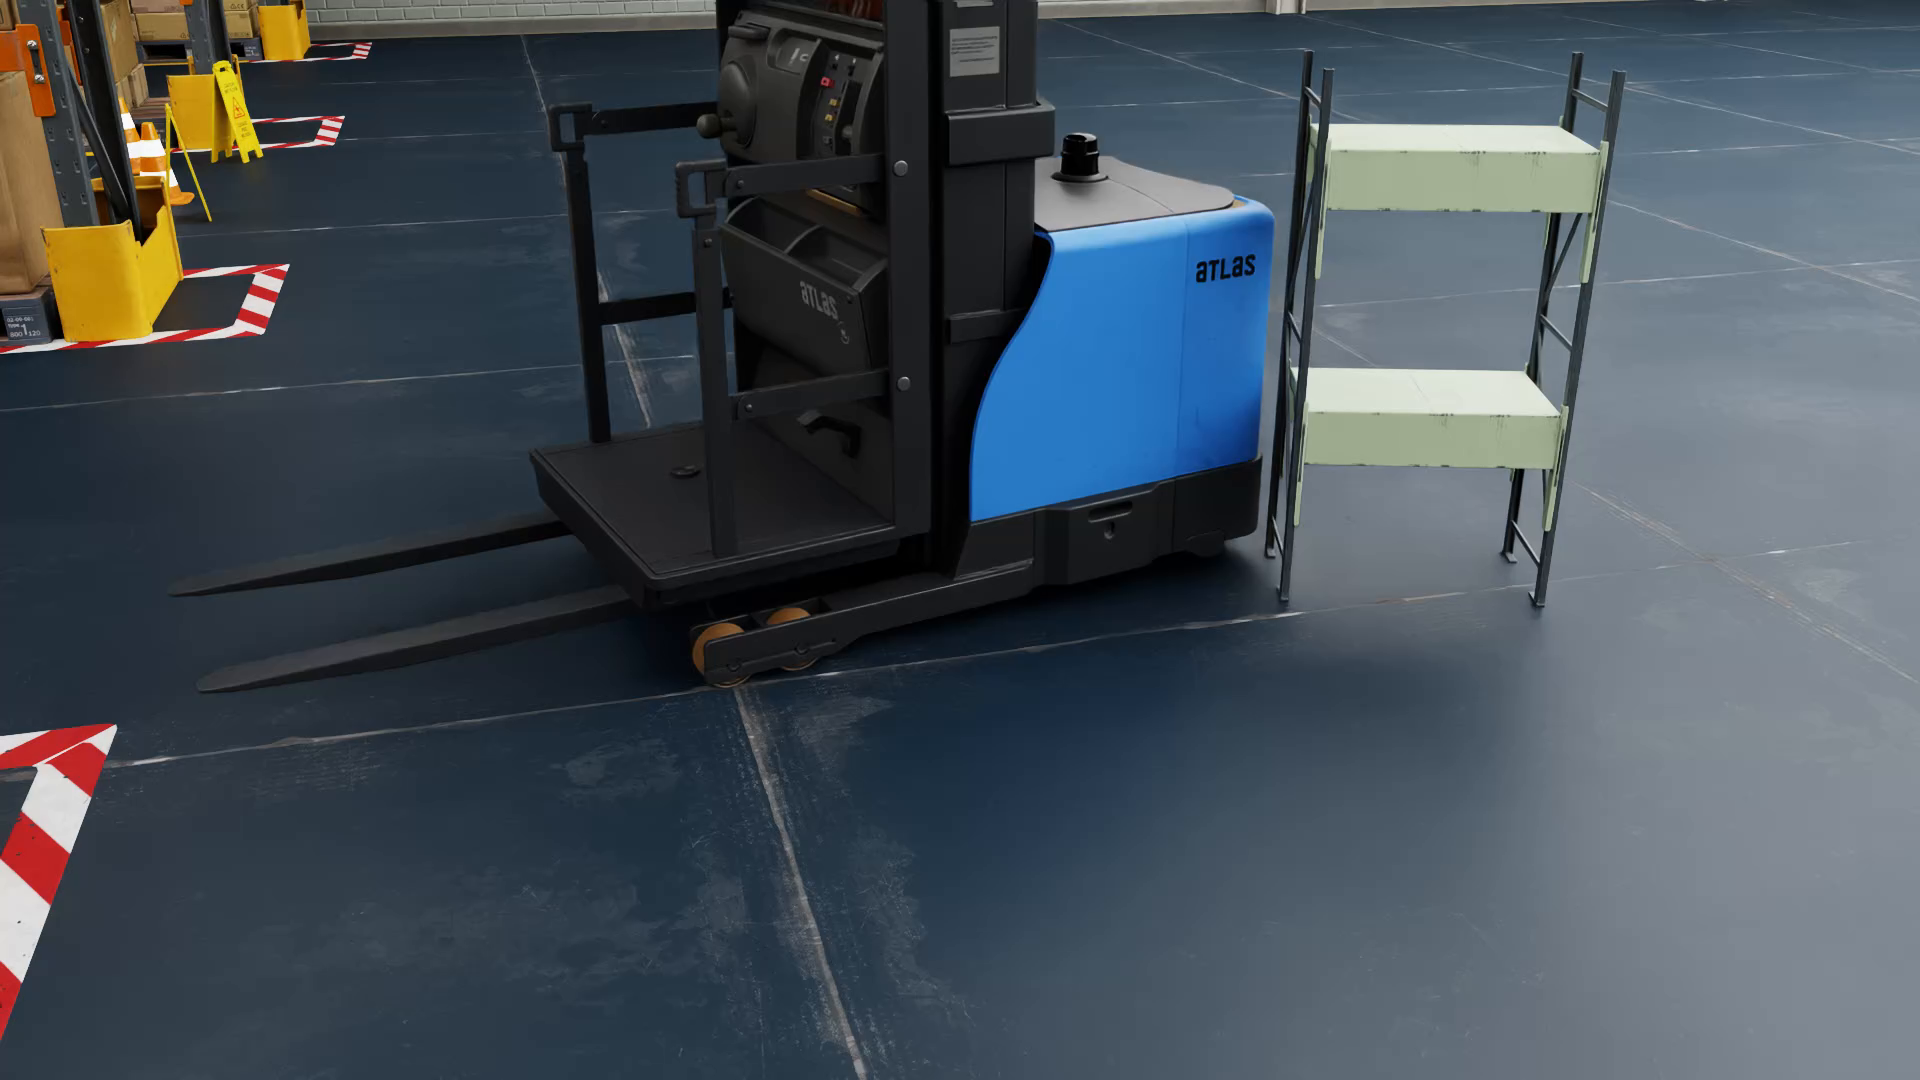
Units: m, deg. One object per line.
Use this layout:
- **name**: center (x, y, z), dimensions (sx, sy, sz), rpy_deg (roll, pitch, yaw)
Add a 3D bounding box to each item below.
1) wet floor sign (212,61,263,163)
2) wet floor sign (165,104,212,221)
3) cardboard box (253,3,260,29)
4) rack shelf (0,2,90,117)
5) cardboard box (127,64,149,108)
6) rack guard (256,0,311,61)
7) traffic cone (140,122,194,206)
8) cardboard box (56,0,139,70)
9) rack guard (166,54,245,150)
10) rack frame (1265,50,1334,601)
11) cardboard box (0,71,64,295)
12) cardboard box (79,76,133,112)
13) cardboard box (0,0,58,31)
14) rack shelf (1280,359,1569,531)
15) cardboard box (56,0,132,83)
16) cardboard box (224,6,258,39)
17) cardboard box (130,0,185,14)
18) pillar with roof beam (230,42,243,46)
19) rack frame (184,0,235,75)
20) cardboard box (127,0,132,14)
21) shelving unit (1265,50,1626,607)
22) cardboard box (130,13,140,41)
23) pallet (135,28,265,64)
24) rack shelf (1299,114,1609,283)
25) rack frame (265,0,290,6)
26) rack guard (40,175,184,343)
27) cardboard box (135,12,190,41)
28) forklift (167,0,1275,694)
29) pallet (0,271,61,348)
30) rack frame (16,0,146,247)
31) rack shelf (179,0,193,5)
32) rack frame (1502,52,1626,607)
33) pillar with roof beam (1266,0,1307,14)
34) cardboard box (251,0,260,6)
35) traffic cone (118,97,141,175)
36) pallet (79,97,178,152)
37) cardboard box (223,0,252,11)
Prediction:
- **wet floor sign**: center (-4.886, -2.870, 11.120), dimensions (0.232, 0.644, 0.267), rpy_deg (2, 23, 4)
- **wet floor sign**: center (-4.431, -2.142, 9.424), dimensions (0.232, 0.644, 0.267), rpy_deg (-11, 25, -23)
- **cardboard box**: center (-7.228, -5.173, 16.457), dimensions (0.500, 0.250, 0.500), rpy_deg (-6, 24, -14)
- **rack shelf**: center (-5.849, -1.926, 6.846), dimensions (4.000, 0.370, 1.077), rpy_deg (-6, 24, -14)
- **cardboard box**: center (-6.210, -3.286, 12.059), dimensions (0.500, 0.250, 0.500), rpy_deg (-7, 24, -15)
- **rack guard**: center (-6.679, -5.076, 16.445), dimensions (0.348, 0.500, 1.175), rpy_deg (-6, 24, -14)
- **traffic cone**: center (-4.797, -2.251, 9.910), dimensions (0.334, 0.463, 0.336), rpy_deg (-6, 24, -14)
- **cardboard box**: center (-6.232, -3.628, 11.905), dimensions (0.500, 0.500, 0.500), rpy_deg (-7, 24, -16)
- **rack guard**: center (-5.431, -3.181, 12.030), dimensions (0.348, 0.500, 1.175), rpy_deg (-6, 24, -14)
- **rack frame**: center (0.955, -0.590, 4.724), dimensions (0.023, 1.500, 0.400), rpy_deg (1, 23, 3)
- **cardboard box**: center (-4.559, -1.589, 7.310), dimensions (0.875, 0.875, 0.875), rpy_deg (-6, 24, -14)
- **cardboard box**: center (-6.087, -3.076, 11.570), dimensions (0.500, 0.250, 0.500), rpy_deg (-6, 24, -15)
- **cardboard box**: center (-4.269, -2.482, 7.039), dimensions (0.550, 0.550, 0.875), rpy_deg (-6, 24, -14)
- **rack shelf**: center (1.320, -0.283, 4.834), dimensions (0.720, 0.370, 0.431), rpy_deg (1, 23, 3)
- **cardboard box**: center (-6.059, -3.428, 11.438), dimensions (0.500, 0.500, 0.500), rpy_deg (-6, 24, -14)
- **cardboard box**: center (-7.070, -4.981, 16.010), dimensions (0.500, 0.250, 0.500), rpy_deg (-6, 24, -14)
- **cardboard box**: center (-7.573, -5.161, 15.795), dimensions (0.500, 0.250, 0.500), rpy_deg (-7, 24, -15)
- **pillar with roof beam**: center (-6.454, -7.613, 11.579), dimensions (0.400, 9.000, 9.100), rpy_deg (-6, 24, -14)
- **rack frame**: center (-5.358, -4.338, 11.556), dimensions (0.127, 3.000, 1.000), rpy_deg (-6, 24, -14)
- **cardboard box**: center (-8.064, -5.098, 15.648), dimensions (0.500, 0.250, 0.500), rpy_deg (-7, 24, -16)
- **shelving unit**: center (1.320, -0.582, 4.705), dimensions (0.755, 1.500, 0.431), rpy_deg (1, 23, 3)
- **cardboard box**: center (-8.035, -4.882, 15.779), dimensions (0.500, 0.250, 0.500), rpy_deg (-6, 24, -14)
- **pallet**: center (-7.428, -4.843, 16.270), dimensions (1.213, 0.211, 1.003), rpy_deg (-6, 24, -14)
- **rack shelf**: center (1.320, -0.941, 4.552), dimensions (0.720, 0.370, 0.431), rpy_deg (1, 23, 3)
- **rack frame**: center (-6.703, -6.222, 15.947), dimensions (0.127, 3.000, 1.000), rpy_deg (-6, 24, -14)
- **rack guard**: center (-3.901, -1.323, 7.700), dimensions (0.348, 0.500, 1.175), rpy_deg (-6, 24, -14)
- **cardboard box**: center (-7.551, -4.932, 15.895), dimensions (0.500, 0.250, 0.500), rpy_deg (-6, 24, -14)
- **forklift**: center (-0.614, -1.198, 4.325), dimensions (3.031, 2.935, 1.130), rpy_deg (-13, 26, -27)
- **pallet**: center (-4.673, -1.073, 7.483), dimensions (1.213, 0.211, 1.003), rpy_deg (-6, 24, -14)
- **rack frame**: center (-3.924, -2.469, 7.201), dimensions (0.127, 3.000, 1.000), rpy_deg (-6, 24, -14)
- **rack shelf**: center (-7.284, -3.794, 11.201), dimensions (4.000, 0.370, 1.077), rpy_deg (-6, 24, -14)
- **rack frame**: center (1.686, -0.575, 4.687), dimensions (0.023, 1.500, 0.400), rpy_deg (1, 23, 3)
- **pillar with roof beam**: center (5.100, -8.891, 14.558), dimensions (0.400, 9.000, 9.100), rpy_deg (-6, 24, -14)
- **cardboard box**: center (-7.211, -5.410, 16.374), dimensions (0.500, 0.250, 0.500), rpy_deg (-6, 24, -13)
- **traffic cone**: center (-5.424, -2.637, 10.808), dimensions (0.334, 0.463, 0.336), rpy_deg (-6, 24, -14)
- **pallet**: center (-6.223, -2.975, 11.916), dimensions (1.213, 0.211, 1.003), rpy_deg (-6, 24, -14)
- **cardboard box**: center (-7.087, -5.211, 15.910), dimensions (0.500, 0.250, 0.500), rpy_deg (-7, 24, -15)
